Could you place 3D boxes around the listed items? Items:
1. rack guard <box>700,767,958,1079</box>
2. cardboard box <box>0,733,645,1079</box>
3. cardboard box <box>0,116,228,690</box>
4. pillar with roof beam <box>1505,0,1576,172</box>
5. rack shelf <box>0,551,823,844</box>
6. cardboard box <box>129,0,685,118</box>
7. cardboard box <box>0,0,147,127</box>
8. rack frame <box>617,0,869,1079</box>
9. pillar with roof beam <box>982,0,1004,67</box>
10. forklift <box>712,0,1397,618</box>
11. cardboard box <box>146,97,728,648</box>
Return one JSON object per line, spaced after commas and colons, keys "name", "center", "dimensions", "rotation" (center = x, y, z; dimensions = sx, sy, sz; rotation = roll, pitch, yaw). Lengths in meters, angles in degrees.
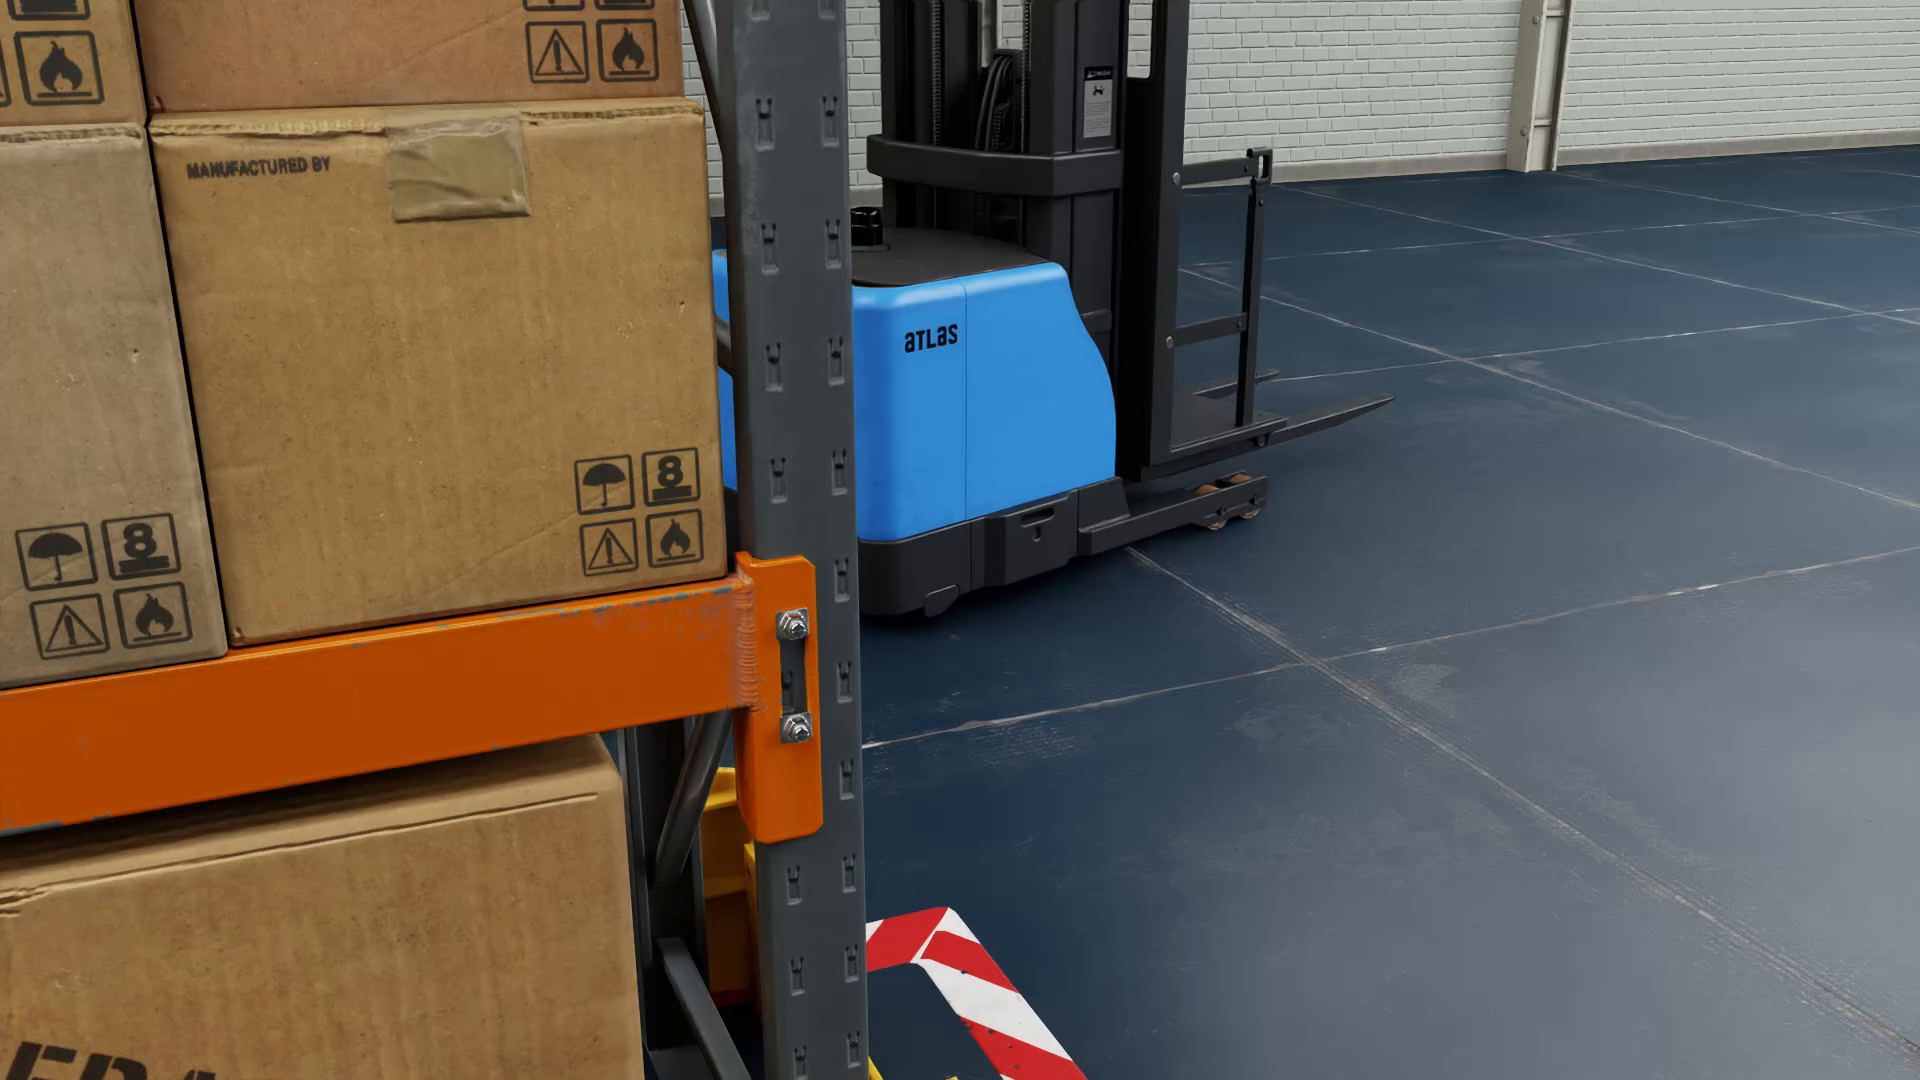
{"name": "rack guard", "center": [-0.354, 0.875, 2.785], "dimensions": [0.348, 0.500, 1.175], "rotation": [-8, 21, -22]}
{"name": "cardboard box", "center": [-0.972, 0.612, 2.333], "dimensions": [0.875, 0.875, 0.875], "rotation": [-8, 21, -22]}
{"name": "cardboard box", "center": [-1.195, -0.230, 1.934], "dimensions": [0.550, 0.550, 0.875], "rotation": [-8, 21, -22]}
{"name": "pillar with roof beam", "center": [7.329, -6.589, 11.187], "dimensions": [0.400, 9.000, 9.100], "rotation": [-8, 21, -22]}
{"name": "rack shelf", "center": [-2.212, 0.301, 1.733], "dimensions": [4.000, 0.370, 1.077], "rotation": [-8, 21, -22]}
{"name": "cardboard box", "center": [-0.732, -0.844, 2.052], "dimensions": [0.550, 0.550, 0.875], "rotation": [-8, 21, -22]}
{"name": "cardboard box", "center": [-1.200, -0.744, 1.766], "dimensions": [0.550, 0.550, 0.875], "rotation": [-8, 21, -22]}
{"name": "rack frame", "center": [-0.376, -0.301, 2.361], "dimensions": [0.127, 3.000, 1.000], "rotation": [-8, 21, -22]}
{"name": "pillar with roof beam", "center": [1.819, -5.800, 8.945], "dimensions": [0.400, 9.000, 9.100], "rotation": [-8, 21, -22]}
{"name": "forklift", "center": [0.522, -1.531, 5.958], "dimensions": [3.031, 2.935, 1.130], "rotation": [-17, 25, -39]}
{"name": "cardboard box", "center": [-0.699, -0.309, 2.158], "dimensions": [0.550, 0.550, 0.875], "rotation": [-8, 21, -22]}
